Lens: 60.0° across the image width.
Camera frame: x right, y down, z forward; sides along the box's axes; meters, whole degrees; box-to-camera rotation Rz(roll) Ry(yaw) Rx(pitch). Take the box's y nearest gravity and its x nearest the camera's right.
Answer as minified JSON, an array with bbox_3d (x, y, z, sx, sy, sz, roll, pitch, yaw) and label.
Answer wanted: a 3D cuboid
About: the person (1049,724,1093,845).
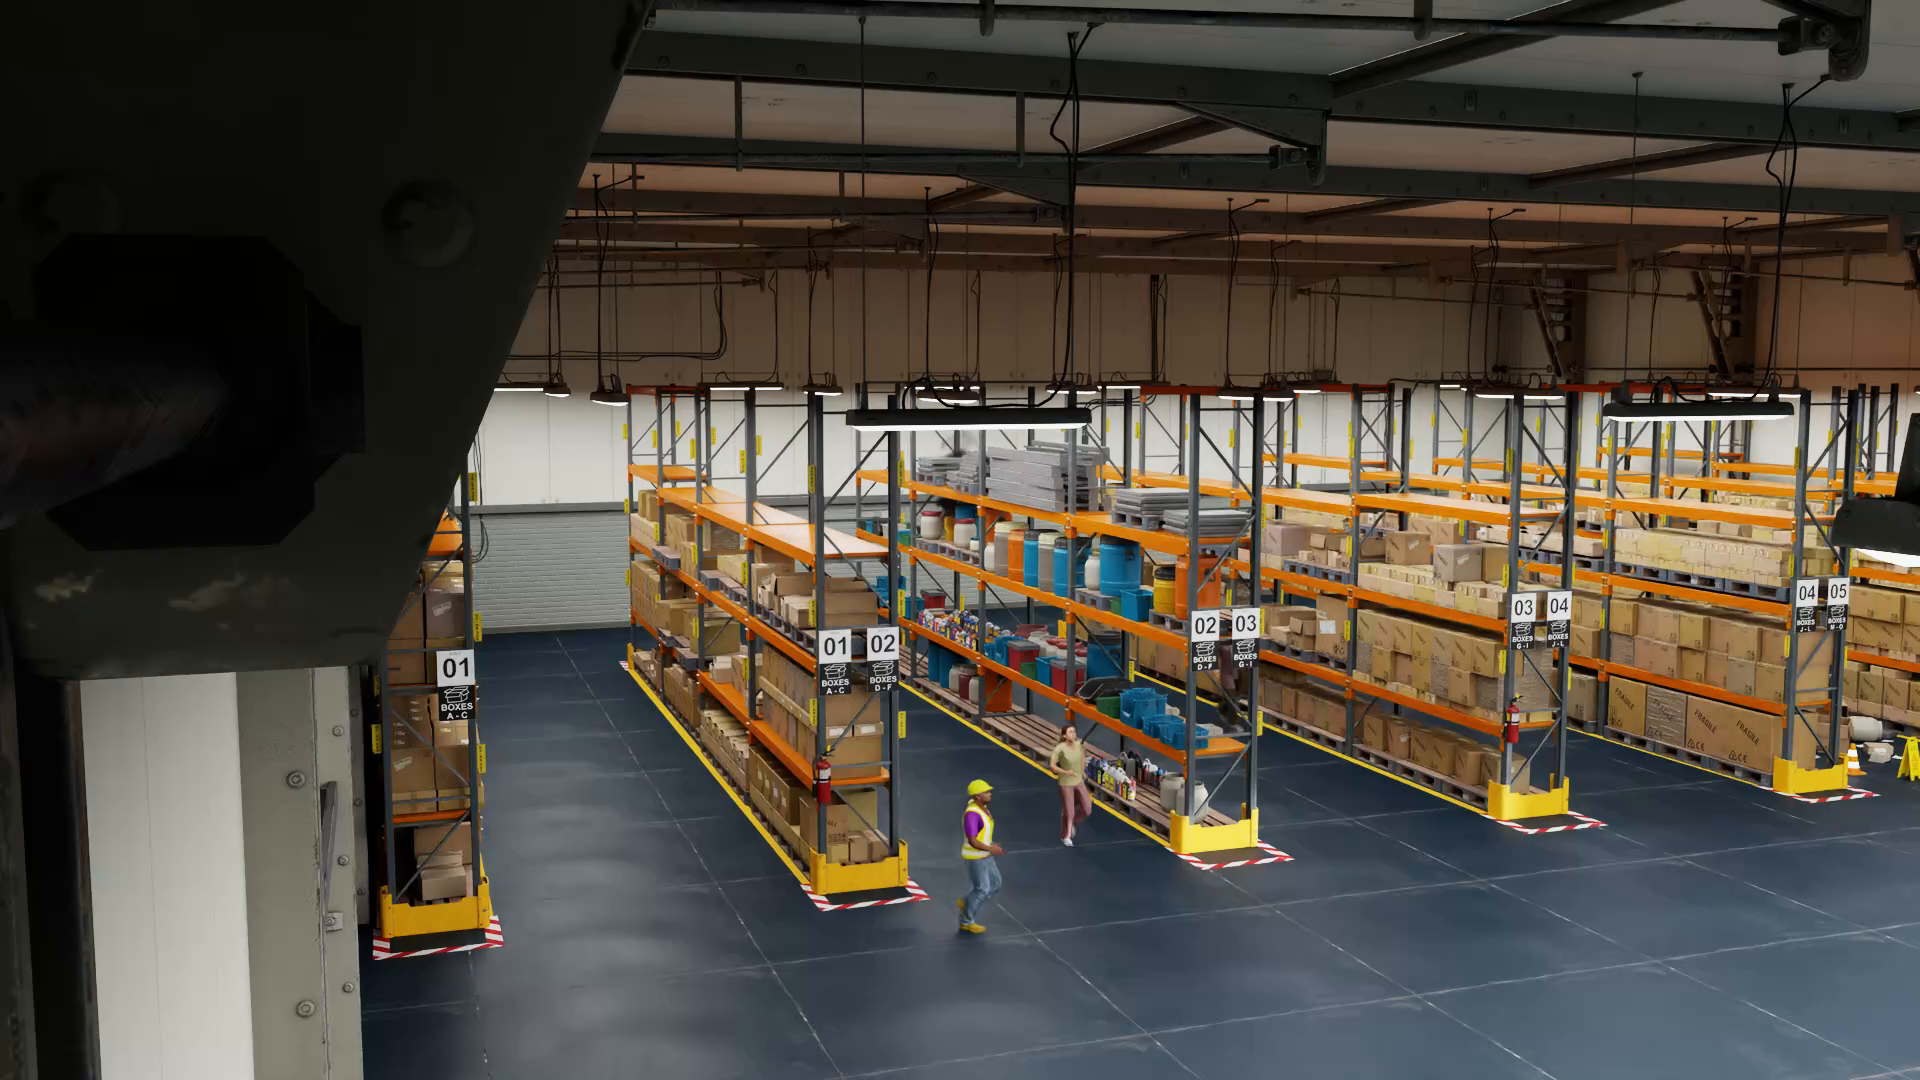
[{"bbox_3d":[1.480,3.242,22.031,0.626,1.639,0.525,-3,7,-30],"label":"person"}]

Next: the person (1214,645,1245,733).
[{"bbox_3d":[4.744,2.413,29.106,0.695,1.780,1.046,-3,7,-25],"label":"person"}]

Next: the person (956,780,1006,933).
[{"bbox_3d":[0.239,3.540,18.722,0.593,1.727,0.738,1,6,9],"label":"person"}]
